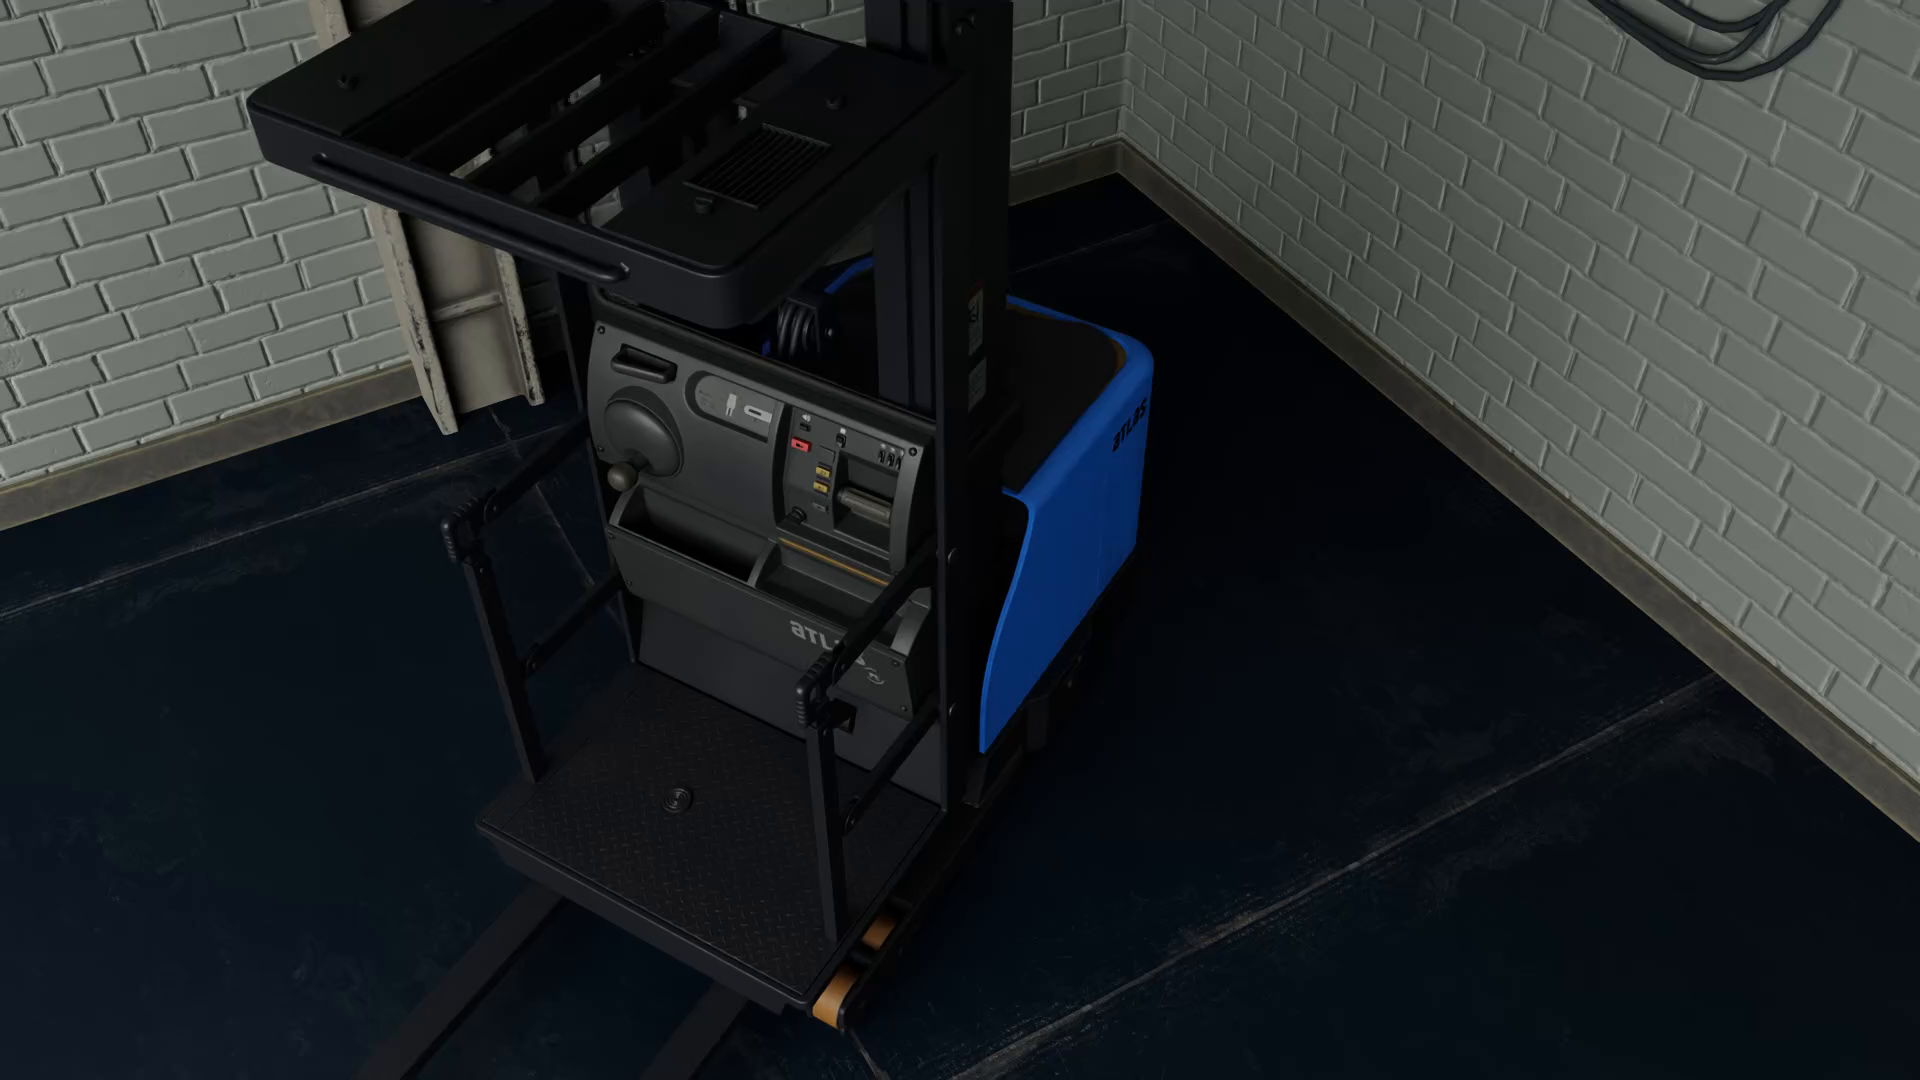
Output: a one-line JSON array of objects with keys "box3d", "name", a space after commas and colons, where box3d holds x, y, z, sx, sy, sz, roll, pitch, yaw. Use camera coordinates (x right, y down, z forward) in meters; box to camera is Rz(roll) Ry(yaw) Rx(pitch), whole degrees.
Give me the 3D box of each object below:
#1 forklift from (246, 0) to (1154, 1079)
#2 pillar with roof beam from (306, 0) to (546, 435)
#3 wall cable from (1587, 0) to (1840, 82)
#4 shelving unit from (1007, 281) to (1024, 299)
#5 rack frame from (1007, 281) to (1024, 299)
[{"box3d": [-0.603, -0.133, 3.783, 1.130, 2.935, 3.031, 22, 48, 21], "name": "forklift"}, {"box3d": [0.333, -1.177, 0.501, 0.400, 9.000, 9.100, -22, 48, -21], "name": "pillar with roof beam"}, {"box3d": [1.402, -2.886, 4.492, 0.112, 2.526, 3.097, -22, 48, -21], "name": "wall cable"}, {"box3d": [0.073, -0.495, 5.613, 0.210, 0.900, 0.258, -10, 45, -10], "name": "shelving unit"}, {"box3d": [0.171, -0.512, 5.632, 0.006, 0.900, 0.240, -10, 45, -10], "name": "rack frame"}]
